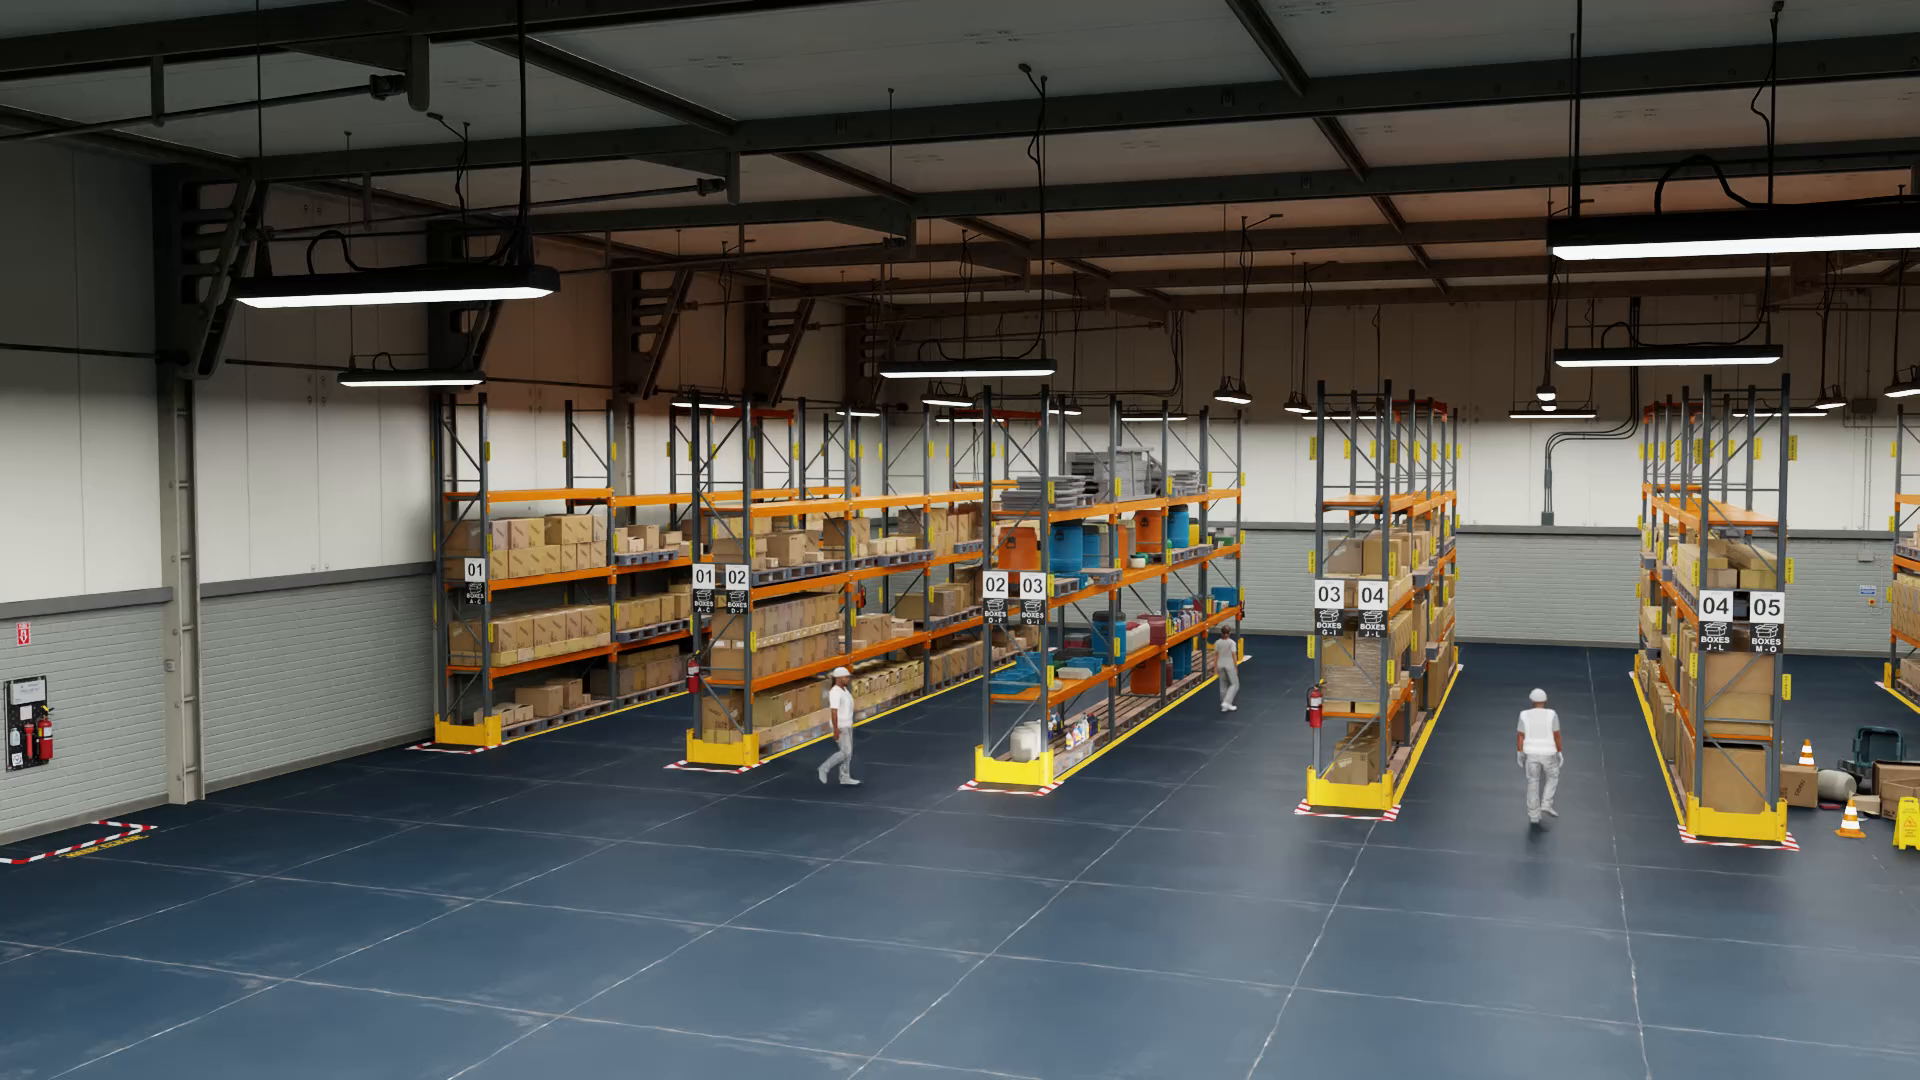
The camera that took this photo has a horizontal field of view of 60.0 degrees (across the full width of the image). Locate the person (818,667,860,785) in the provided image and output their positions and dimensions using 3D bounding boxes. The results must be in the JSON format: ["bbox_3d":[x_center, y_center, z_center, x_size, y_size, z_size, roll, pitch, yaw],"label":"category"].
[{"bbox_3d":[-1.806,2.784,24.863,0.607,1.758,0.588,1,3,11],"label":"person"}]

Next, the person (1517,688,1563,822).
[{"bbox_3d":[7.857,2.902,22.516,0.606,1.768,0.467,2,4,30],"label":"person"}]

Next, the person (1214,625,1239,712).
[{"bbox_3d":[5.112,2.473,31.965,0.498,1.667,0.531,2,3,29],"label":"person"}]

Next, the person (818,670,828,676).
[{"bbox_3d":[-3.002,2.295,35.492,0.545,1.625,0.462,2,4,30],"label":"person"}]
